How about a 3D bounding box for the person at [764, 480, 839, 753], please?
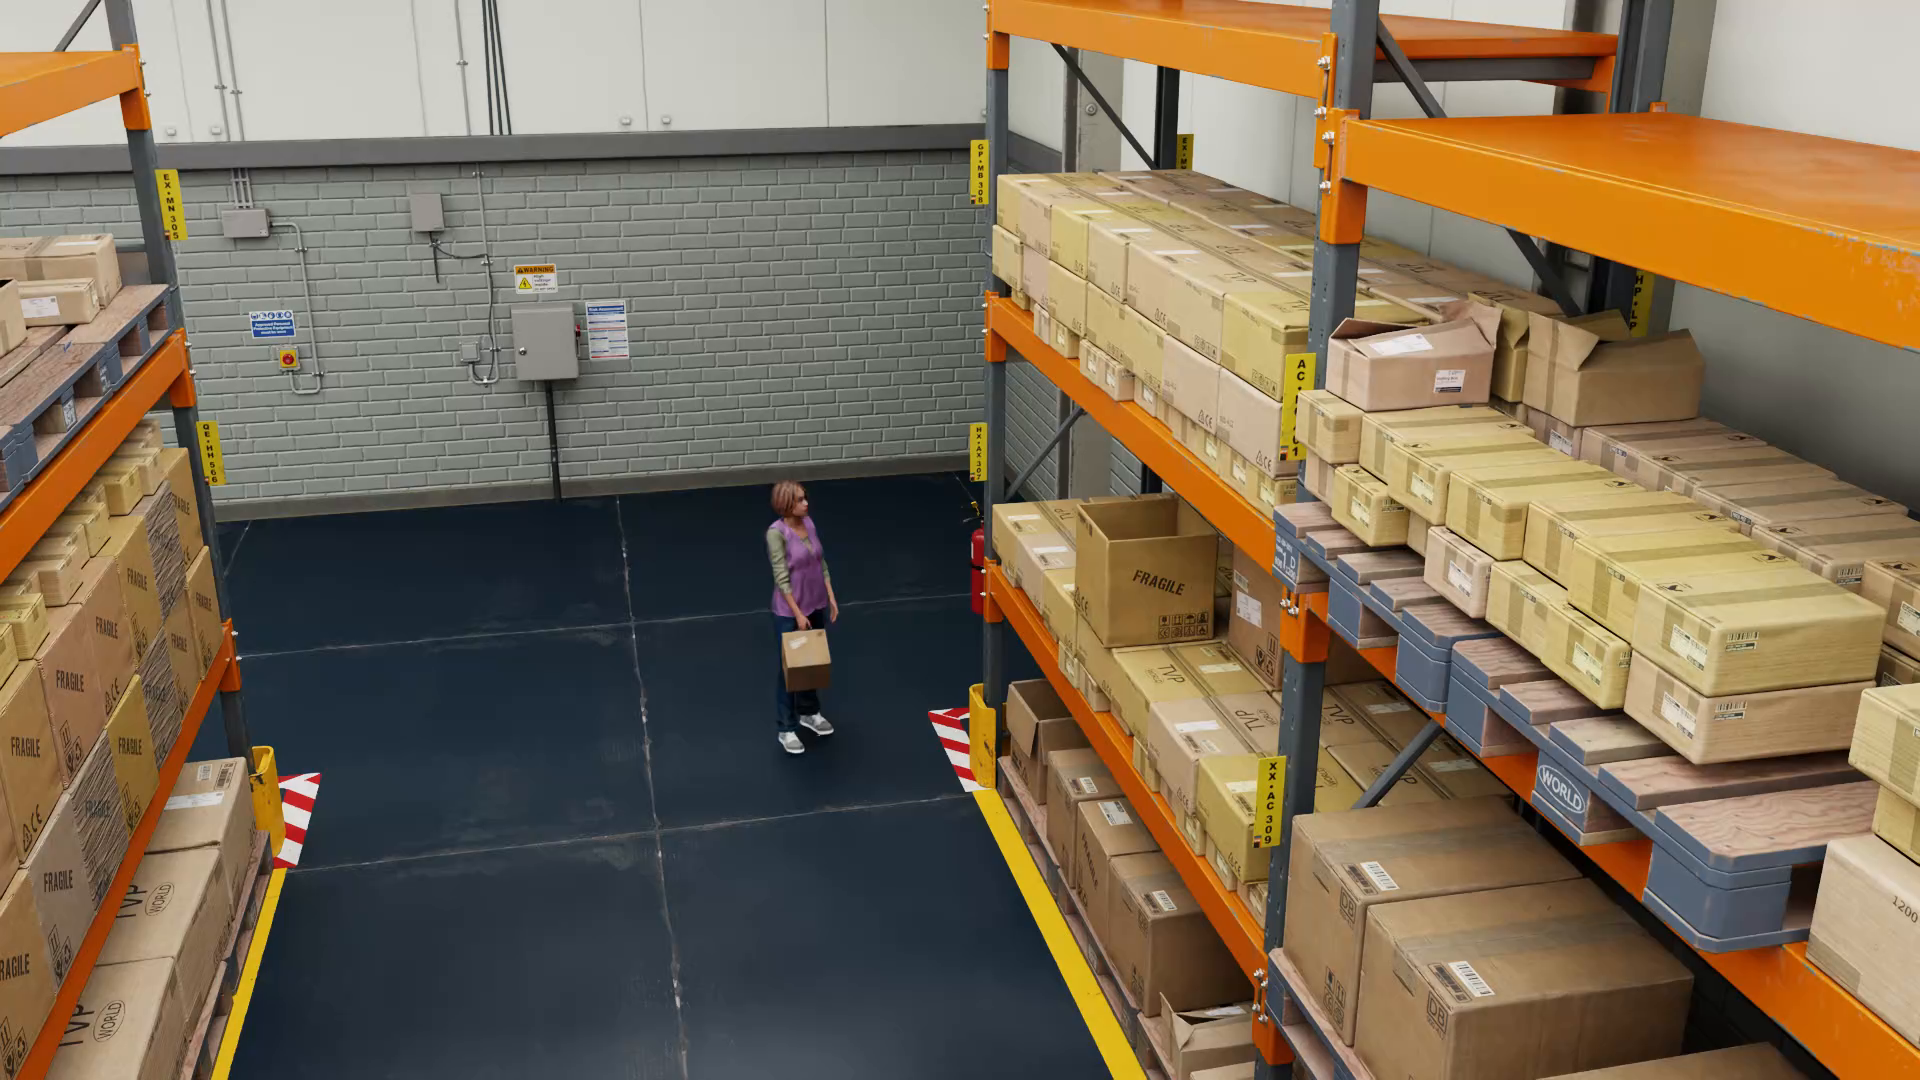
[{"bbox_3d":[-0.941,0.435,9.846,0.395,1.604,0.498,14,24,33],"label":"person"}]
